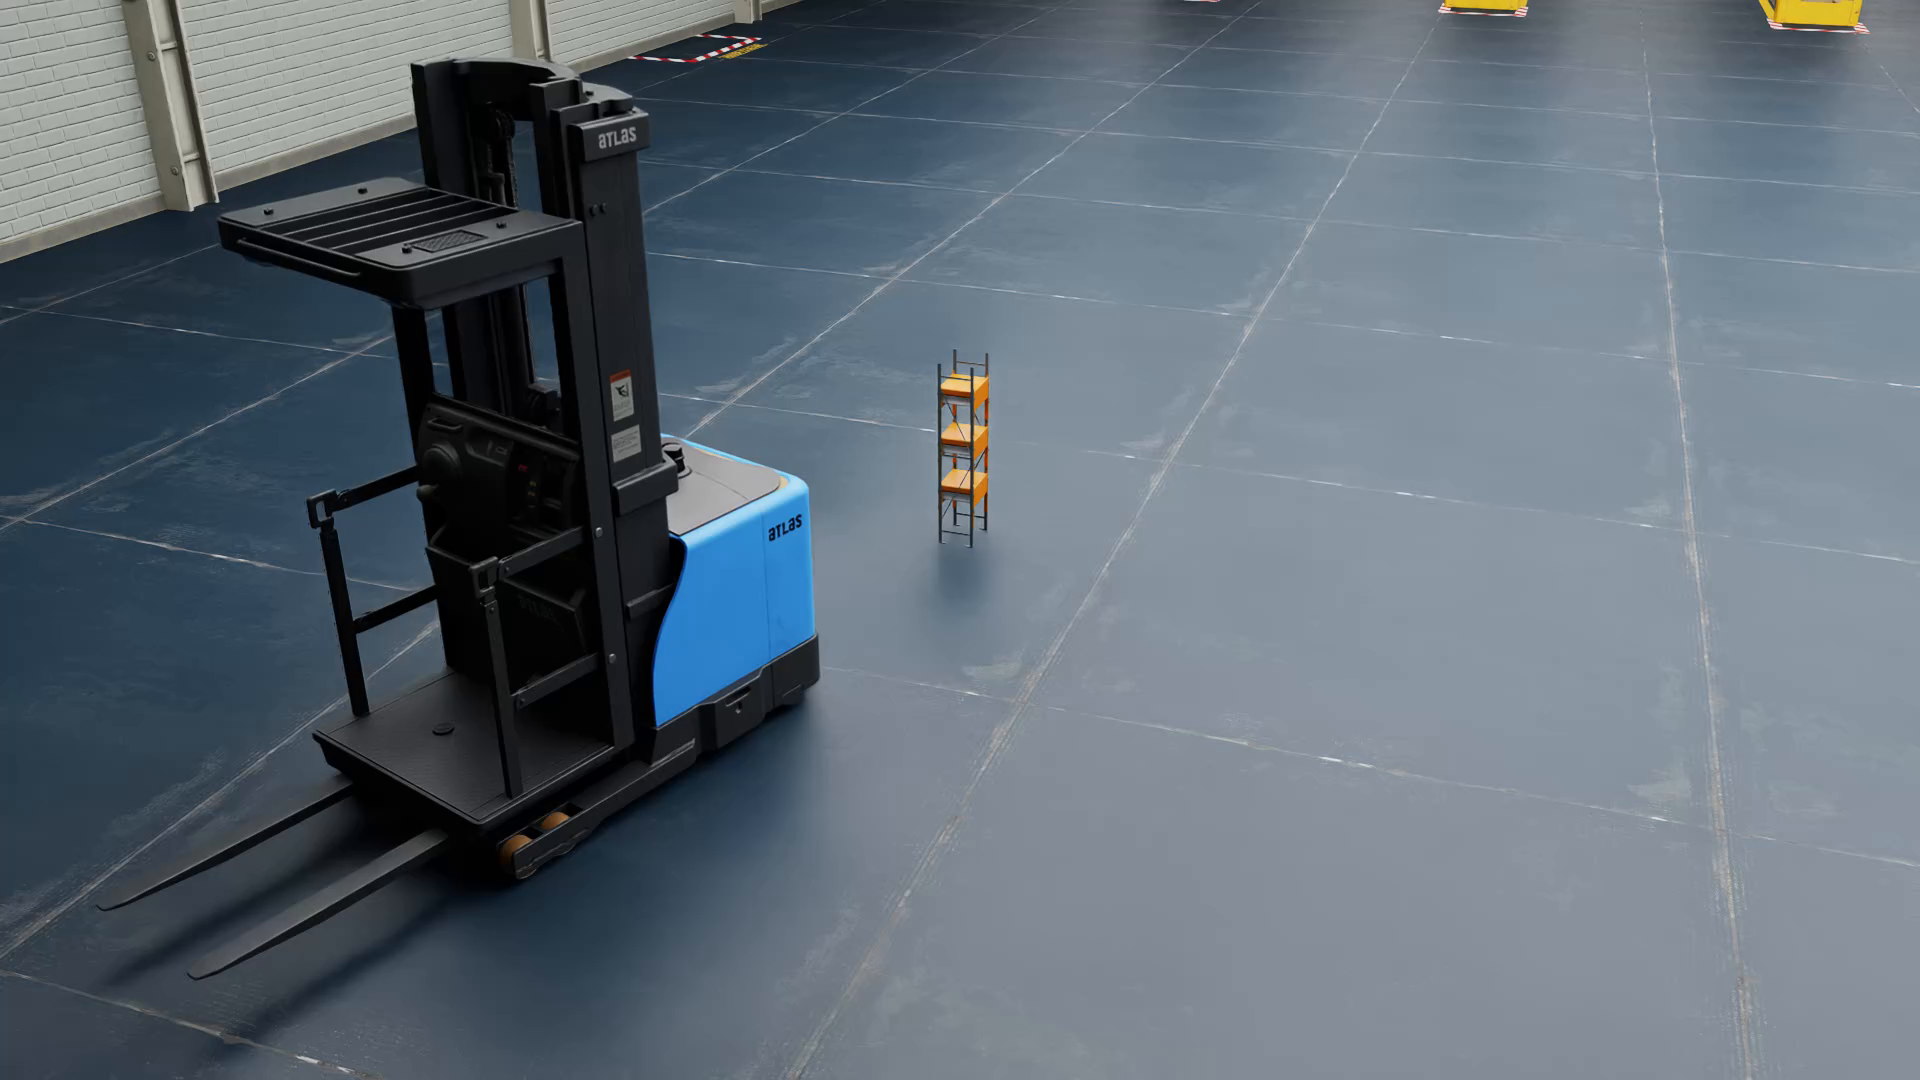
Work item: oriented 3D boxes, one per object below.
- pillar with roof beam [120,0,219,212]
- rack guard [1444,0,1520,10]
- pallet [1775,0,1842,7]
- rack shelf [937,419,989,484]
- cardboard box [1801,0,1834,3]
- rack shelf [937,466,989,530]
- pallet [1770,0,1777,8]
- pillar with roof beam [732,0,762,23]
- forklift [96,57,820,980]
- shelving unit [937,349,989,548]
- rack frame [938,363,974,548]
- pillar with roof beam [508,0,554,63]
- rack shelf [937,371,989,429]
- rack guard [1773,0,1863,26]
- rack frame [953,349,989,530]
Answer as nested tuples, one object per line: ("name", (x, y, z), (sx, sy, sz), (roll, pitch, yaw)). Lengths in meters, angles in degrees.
("pillar with roof beam", (-3.255, -6.615, 12.587), (9.100, 9.000, 0.400), (9, 27, 17))
("rack guard", (8.582, -9.000, 27.264), (1.175, 0.500, 0.348), (9, 27, 17))
("pallet", (13.600, -8.473, 26.508), (1.003, 0.211, 1.213), (9, 27, 17))
("rack shelf", (0.018, -0.485, 9.071), (0.215, 0.259, 0.240), (9, 27, 17))
("cardboard box", (13.495, -8.687, 26.135), (0.500, 0.500, 0.500), (14, 29, 27))
("rack shelf", (0.018, -0.235, 9.192), (0.215, 0.259, 0.240), (9, 27, 17))
("pallet", (14.008, -8.973, 27.540), (1.003, 0.211, 1.213), (9, 27, 17))
("pillar with roof beam", (0.739, -11.547, 22.772), (9.100, 9.000, 0.400), (9, 27, 17))
("forklift", (-1.945, -0.237, 6.375), (1.130, 2.935, 3.031), (18, 31, 33))
("shelving unit", (0.018, -0.495, 9.067), (0.215, 1.050, 0.252), (9, 27, 17))
("rack frame", (-0.023, -0.444, 8.963), (0.200, 1.050, 0.008), (9, 27, 17))
("pillar with roof beam", (-1.258, -9.081, 17.679), (9.100, 9.000, 0.400), (9, 27, 17))
("rack shelf", (0.018, -0.740, 8.948), (0.215, 0.259, 0.240), (9, 27, 17))
("rack guard", (13.297, -8.275, 25.766), (1.175, 0.500, 0.348), (9, 27, 17))
("rack frame", (0.058, -0.545, 9.170), (0.200, 1.050, 0.008), (9, 27, 17))
